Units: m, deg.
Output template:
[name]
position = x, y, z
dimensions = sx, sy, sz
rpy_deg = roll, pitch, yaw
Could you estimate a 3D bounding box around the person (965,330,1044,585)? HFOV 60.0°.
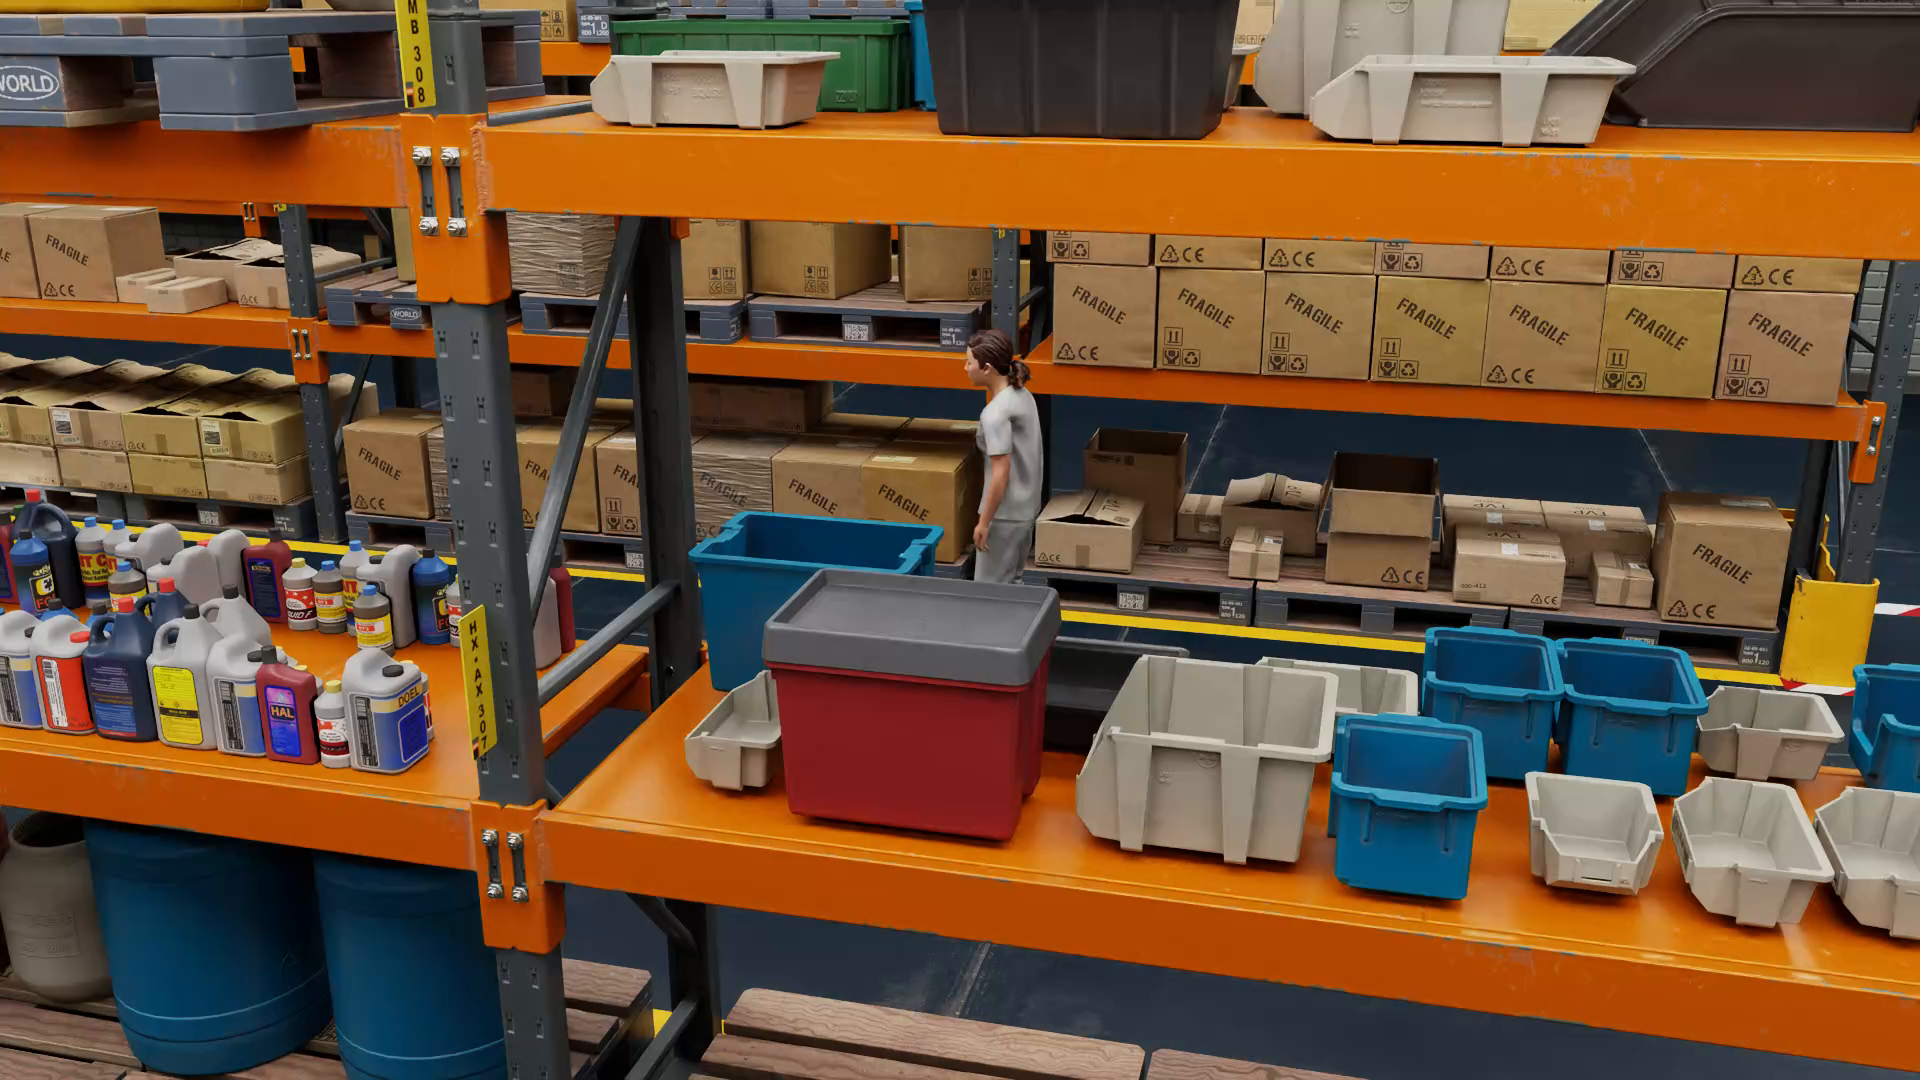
[person]
position = 0.186, -0.116, 7.409
dimensions = 0.362, 1.672, 0.487
rpy_deg = 4, 19, 12
